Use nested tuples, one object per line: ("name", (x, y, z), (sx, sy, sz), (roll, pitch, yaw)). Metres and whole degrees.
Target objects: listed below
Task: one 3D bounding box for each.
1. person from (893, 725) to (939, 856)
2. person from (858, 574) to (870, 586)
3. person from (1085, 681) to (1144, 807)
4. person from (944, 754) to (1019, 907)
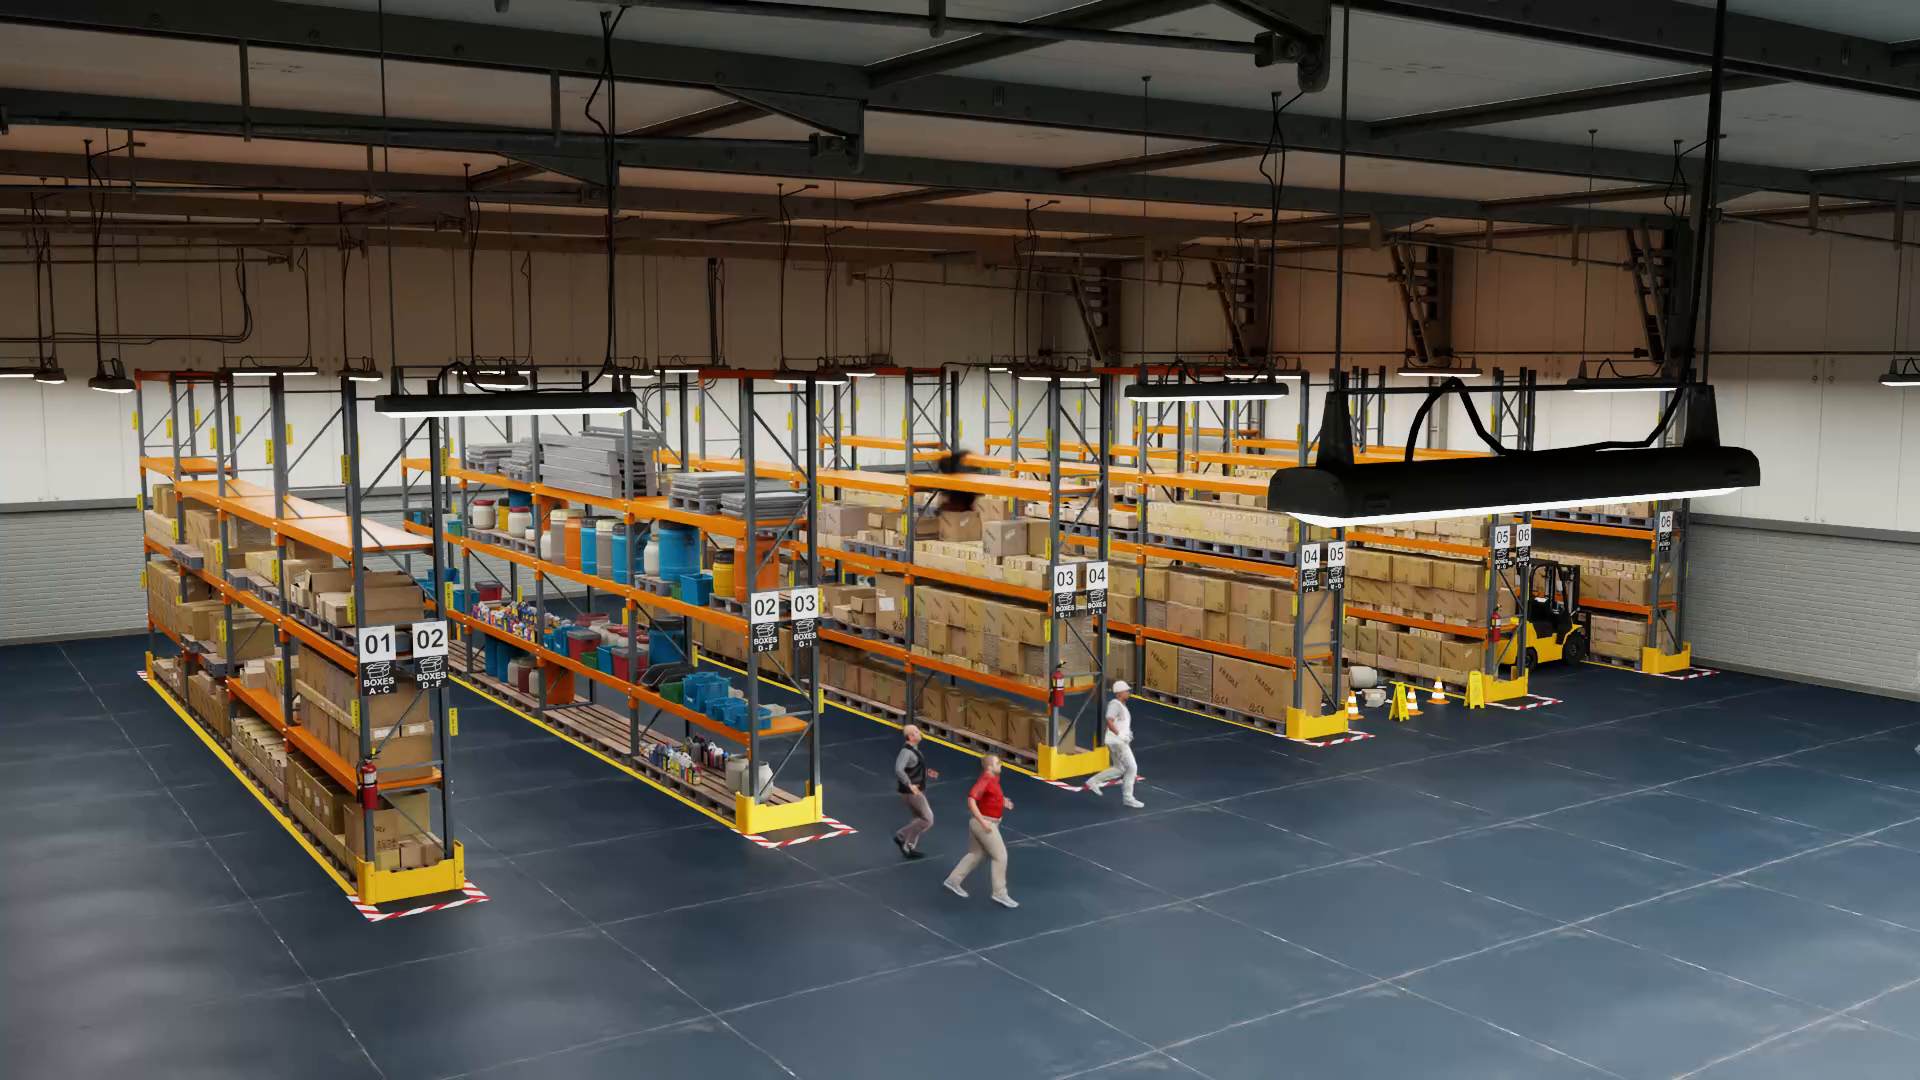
("person", (-0.546, 3.147, 20.870), (0.568, 1.682, 0.675), (0, 6, 2))
("person", (-2.468, 0.692, 42.416), (0.561, 1.724, 0.680), (4, 8, 34))
("person", (2.197, 2.851, 23.463), (0.836, 1.725, 0.739), (1, 7, 8))
("person", (0.238, 3.324, 19.100), (0.854, 1.769, 0.655), (-1, 6, -5))
